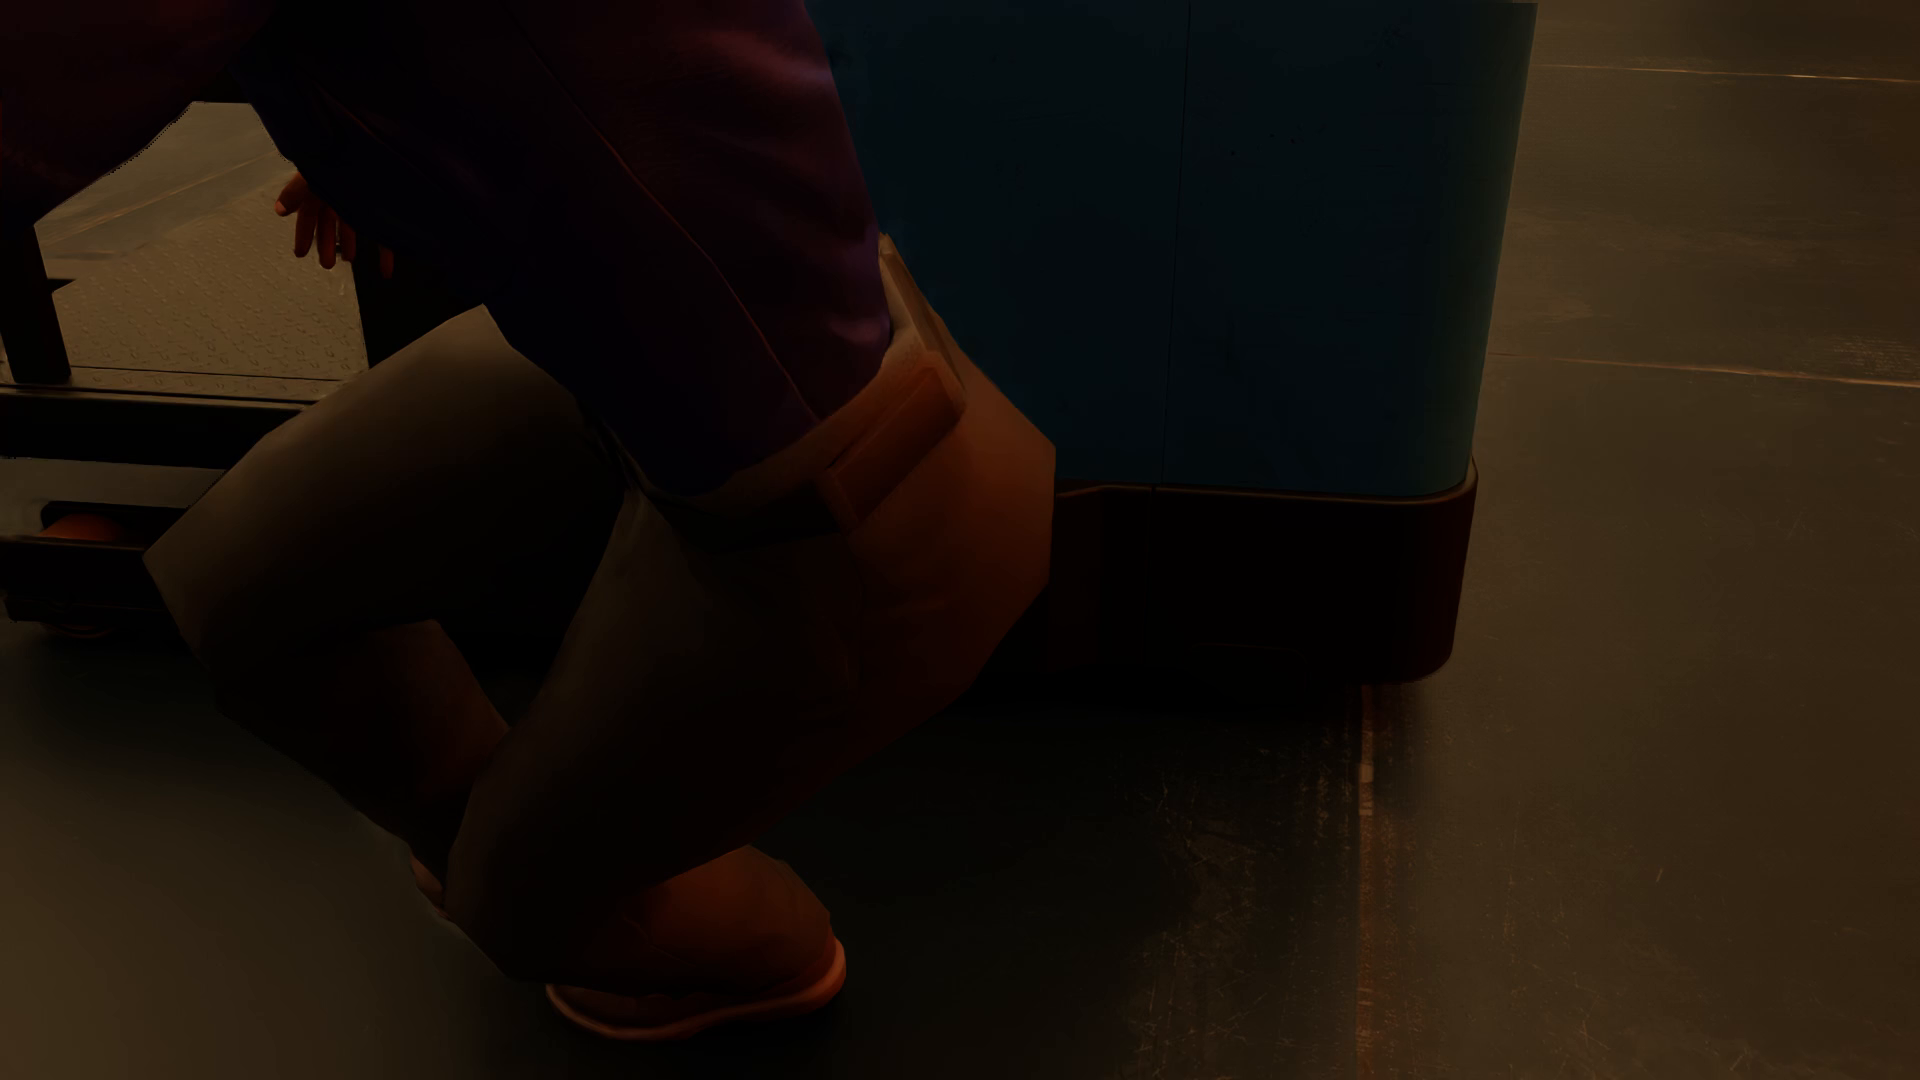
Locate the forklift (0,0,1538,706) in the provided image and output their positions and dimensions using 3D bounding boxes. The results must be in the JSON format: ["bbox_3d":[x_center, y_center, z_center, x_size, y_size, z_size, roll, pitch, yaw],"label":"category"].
[{"bbox_3d":[-0.828,-1.394,2.010,3.031,2.935,1.130,4,27,7],"label":"forklift"}]

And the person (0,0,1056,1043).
[{"bbox_3d":[-0.384,-0.042,1.016,0.844,1.429,0.883,-9,28,-17],"label":"person"}]
